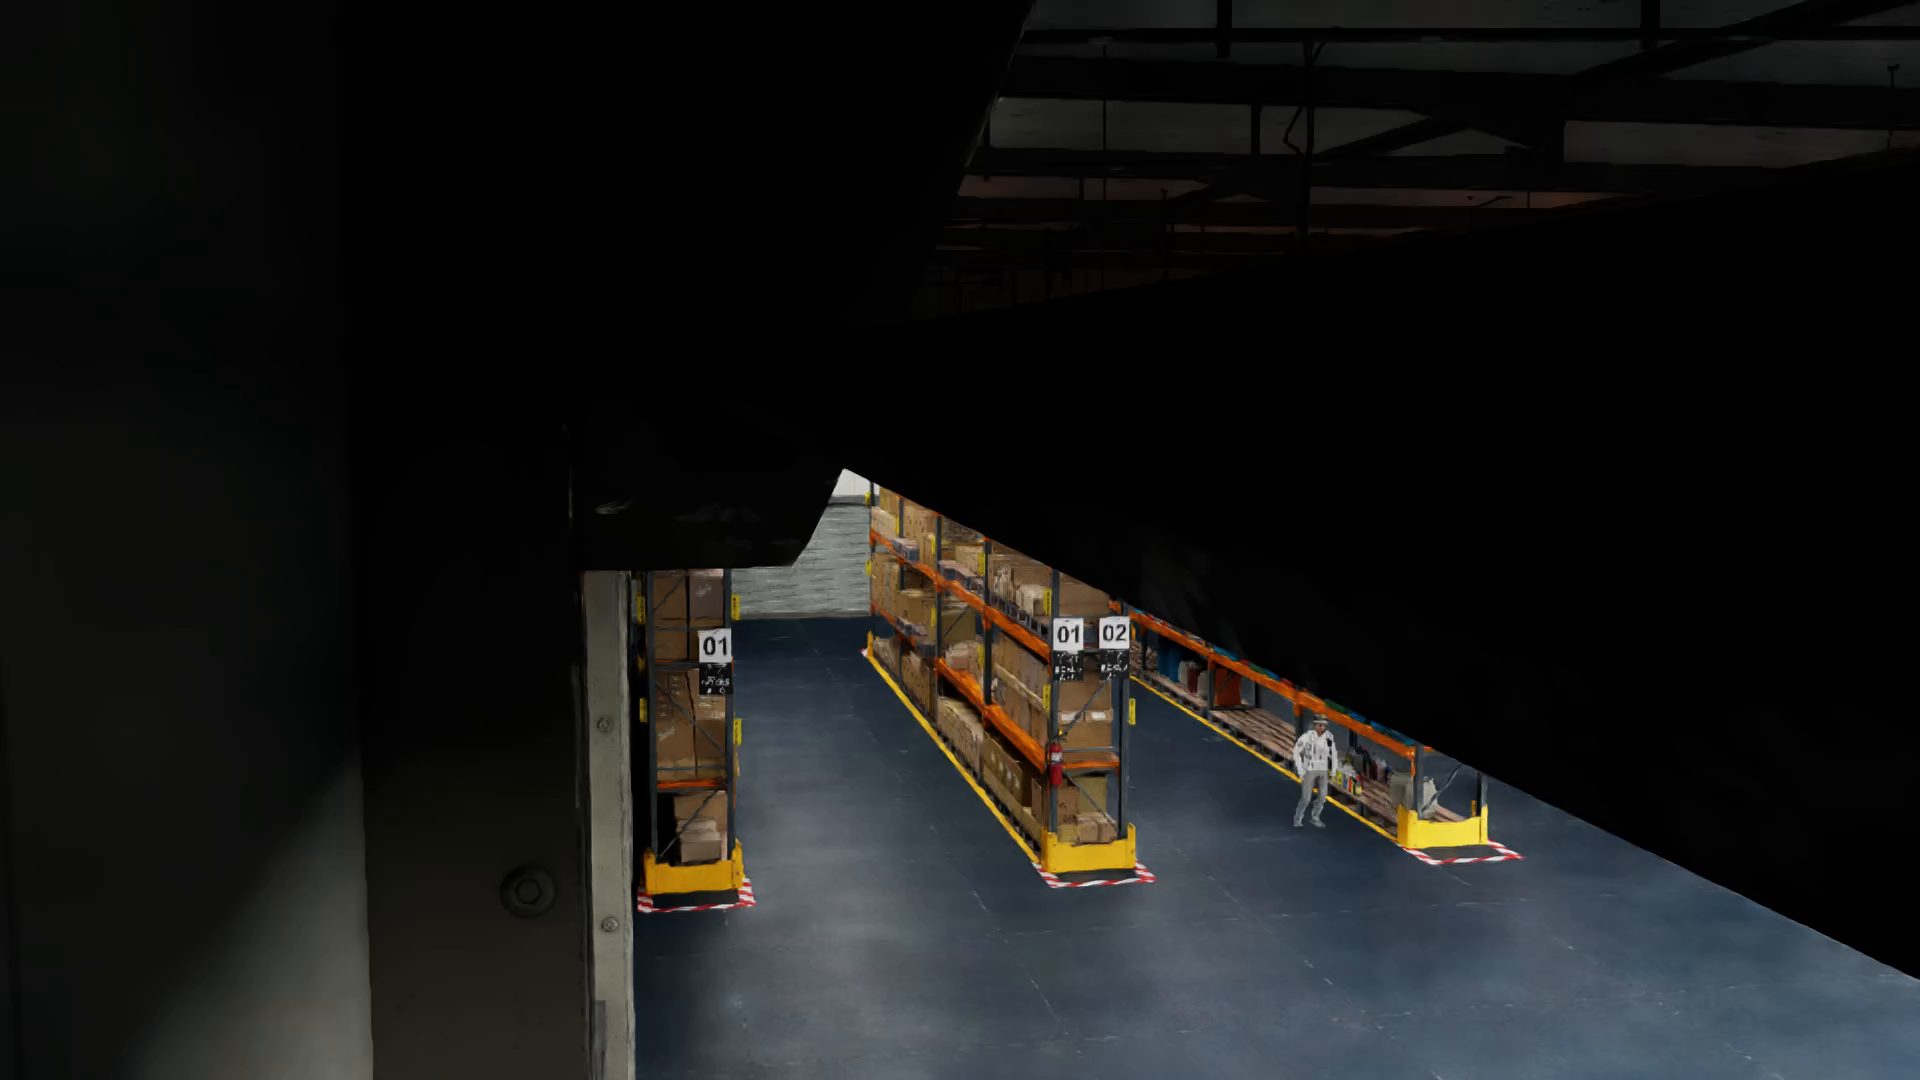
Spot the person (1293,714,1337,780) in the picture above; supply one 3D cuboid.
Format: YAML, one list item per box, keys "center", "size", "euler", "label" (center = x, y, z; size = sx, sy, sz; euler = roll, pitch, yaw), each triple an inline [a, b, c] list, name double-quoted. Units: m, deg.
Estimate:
- center: [4.881, 2.811, 22.667]
  size: [0.639, 0.931, 0.331]
  euler: [-1, 6, -12]
  label: "person"
